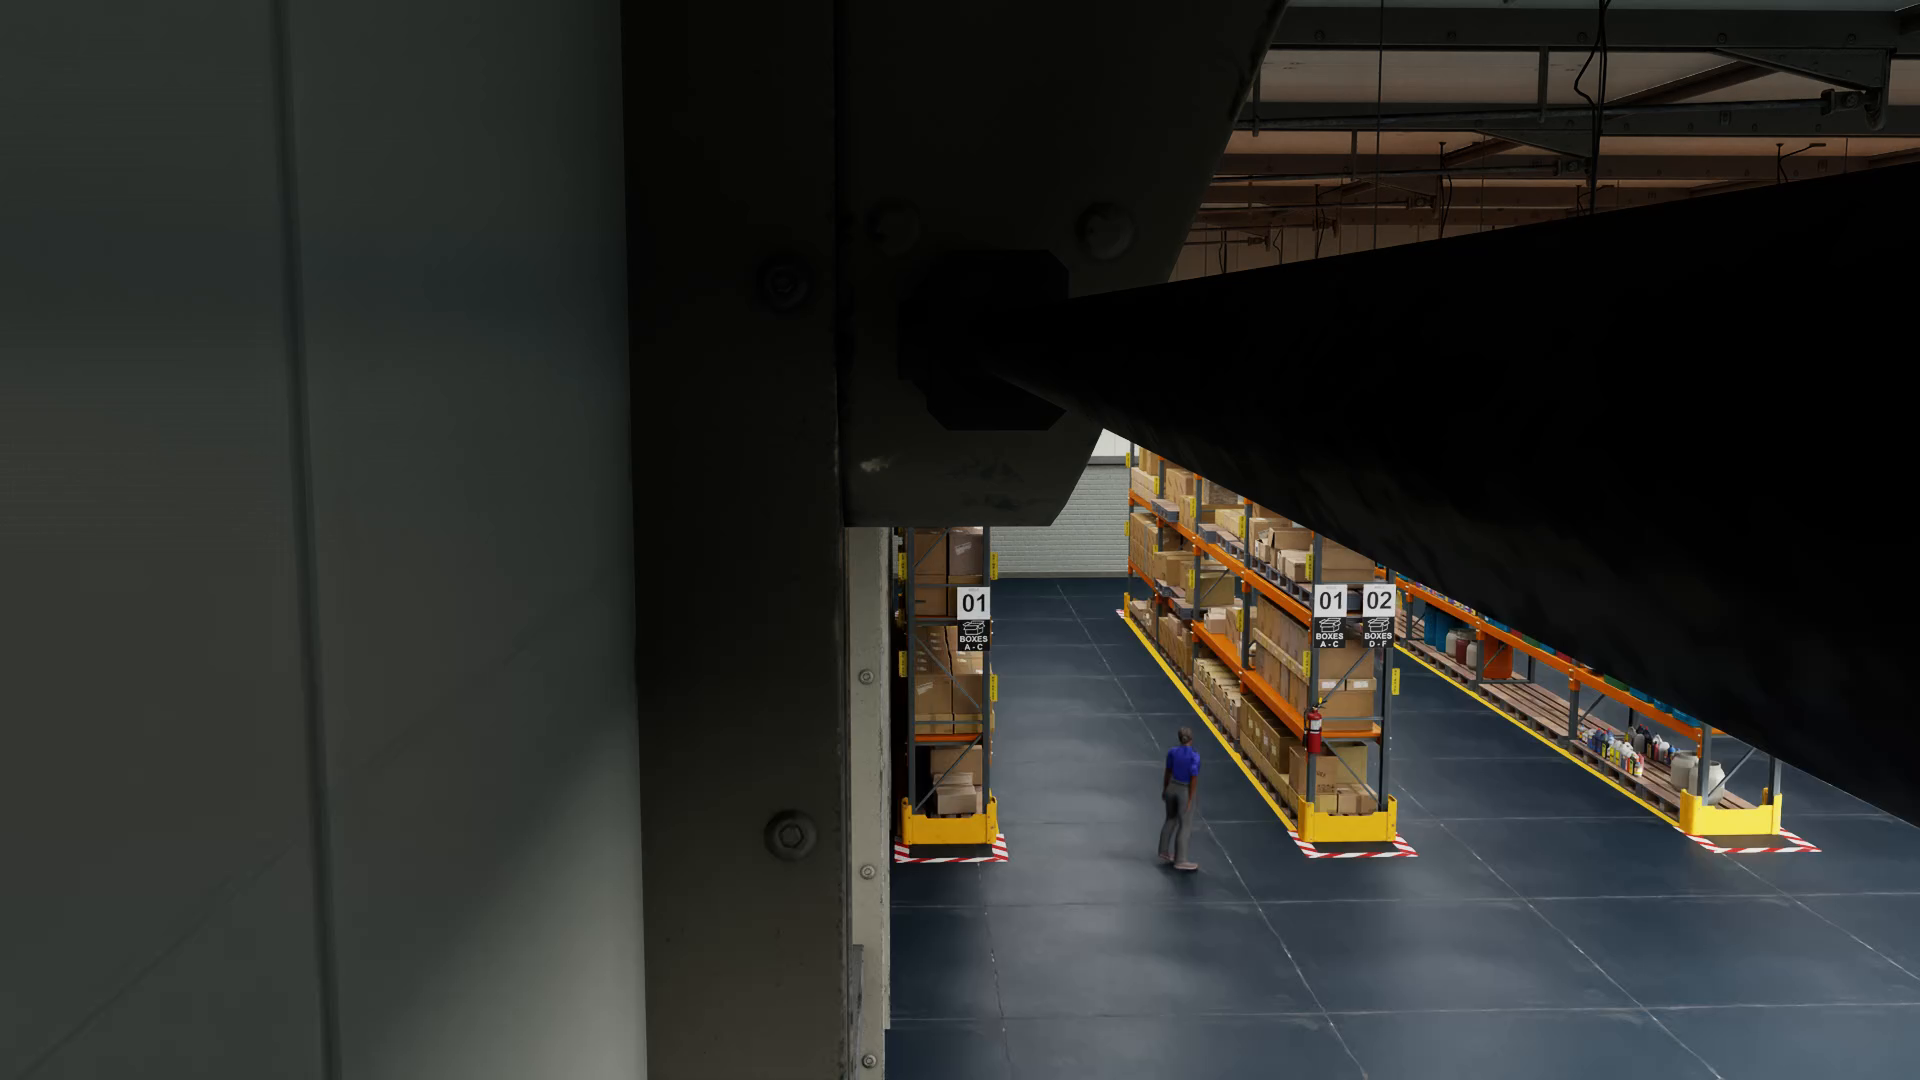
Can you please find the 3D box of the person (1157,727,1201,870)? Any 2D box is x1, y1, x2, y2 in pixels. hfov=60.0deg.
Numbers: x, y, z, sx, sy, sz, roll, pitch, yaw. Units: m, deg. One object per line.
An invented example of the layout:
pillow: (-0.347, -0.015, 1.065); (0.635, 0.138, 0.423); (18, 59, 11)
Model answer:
person: (2.572, 3.016, 19.530); (0.552, 1.680, 0.364); (7, 10, 43)

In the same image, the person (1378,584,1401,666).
person: (7.955, 1.565, 30.814); (0.416, 1.659, 0.865); (-1, 7, -5)
